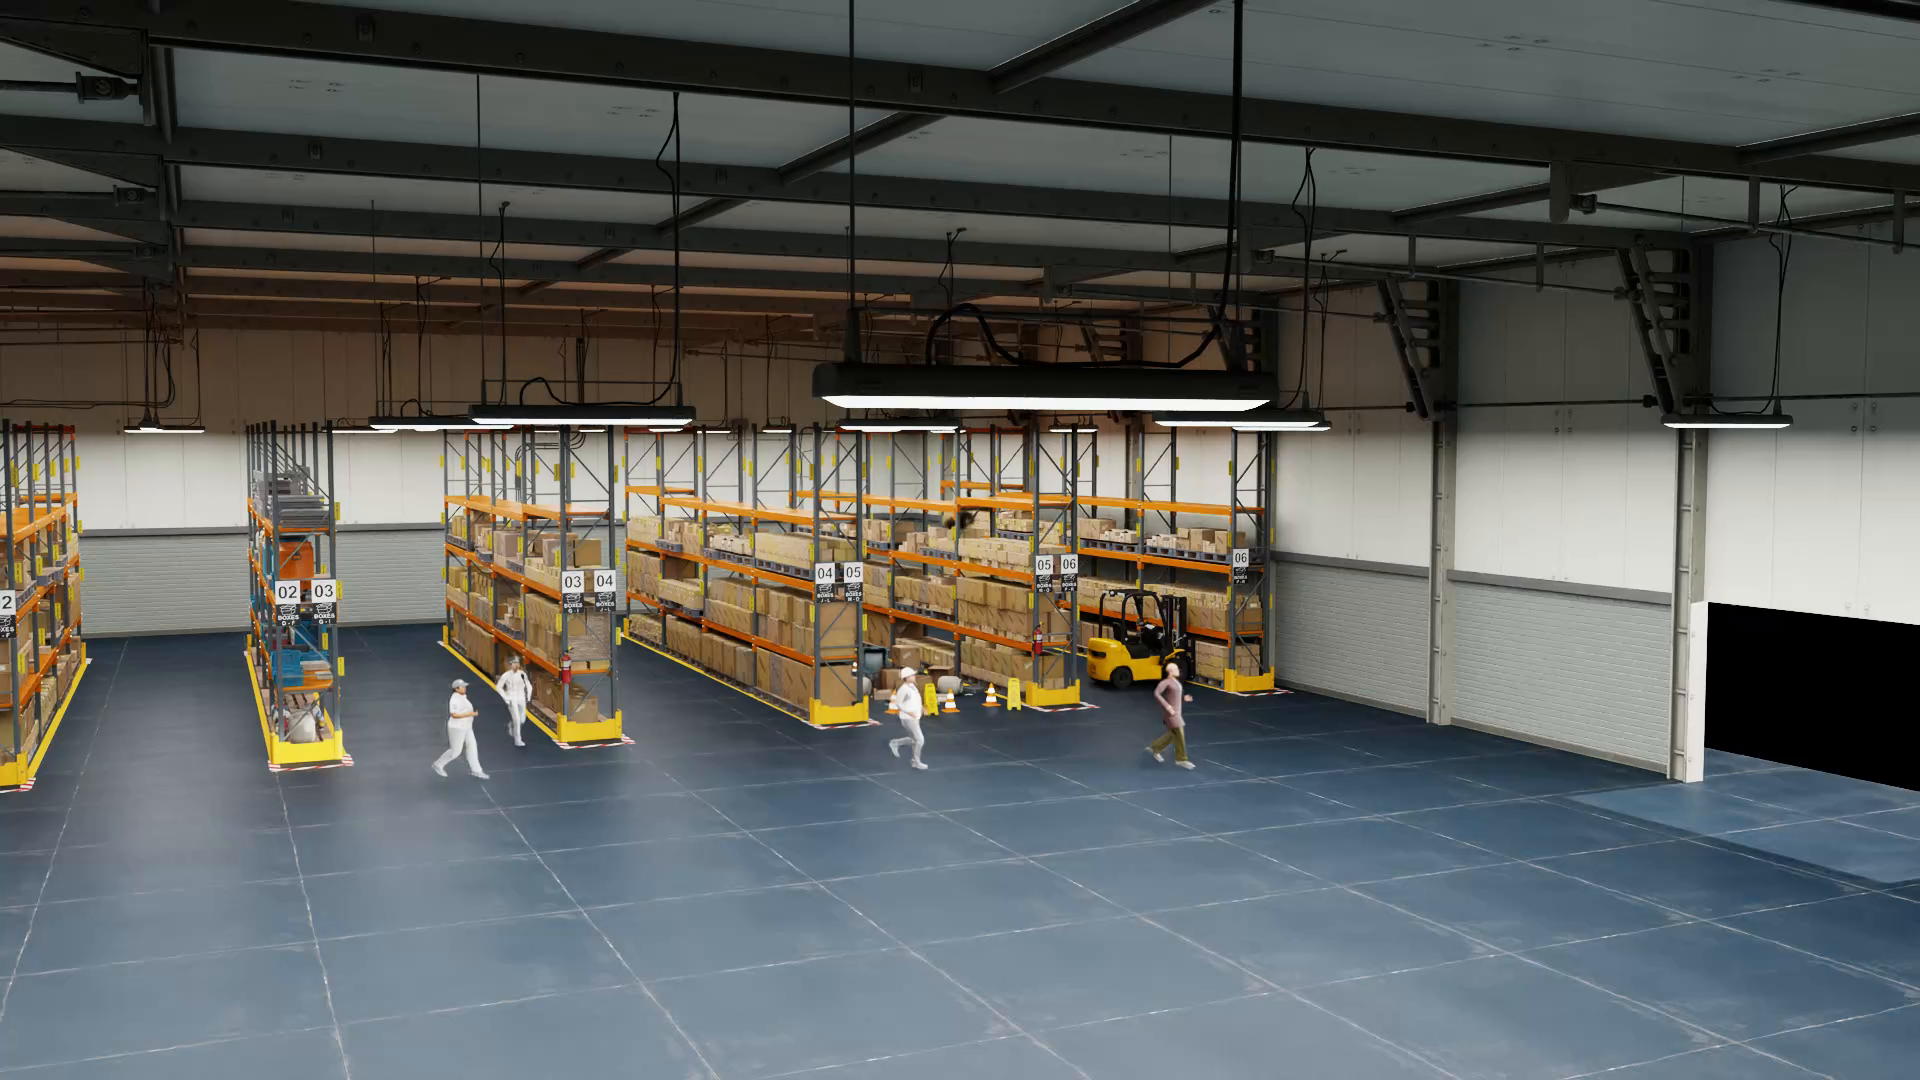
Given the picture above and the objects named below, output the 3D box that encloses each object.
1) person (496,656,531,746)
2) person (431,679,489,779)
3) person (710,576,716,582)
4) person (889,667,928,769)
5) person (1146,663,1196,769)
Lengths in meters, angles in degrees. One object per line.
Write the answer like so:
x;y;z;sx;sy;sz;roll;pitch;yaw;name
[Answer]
-8.270;2.962;30.837;0.655;1.648;0.739;-3;5;-39;person
-8.311;3.147;27.615;0.923;1.674;0.604;0;4;3;person
-7.160;1.882;47.932;0.683;1.710;0.653;-2;4;-33;person
-0.908;3.070;28.721;0.728;1.749;0.661;1;4;14;person
3.634;3.001;28.784;0.789;1.741;0.705;2;4;23;person
